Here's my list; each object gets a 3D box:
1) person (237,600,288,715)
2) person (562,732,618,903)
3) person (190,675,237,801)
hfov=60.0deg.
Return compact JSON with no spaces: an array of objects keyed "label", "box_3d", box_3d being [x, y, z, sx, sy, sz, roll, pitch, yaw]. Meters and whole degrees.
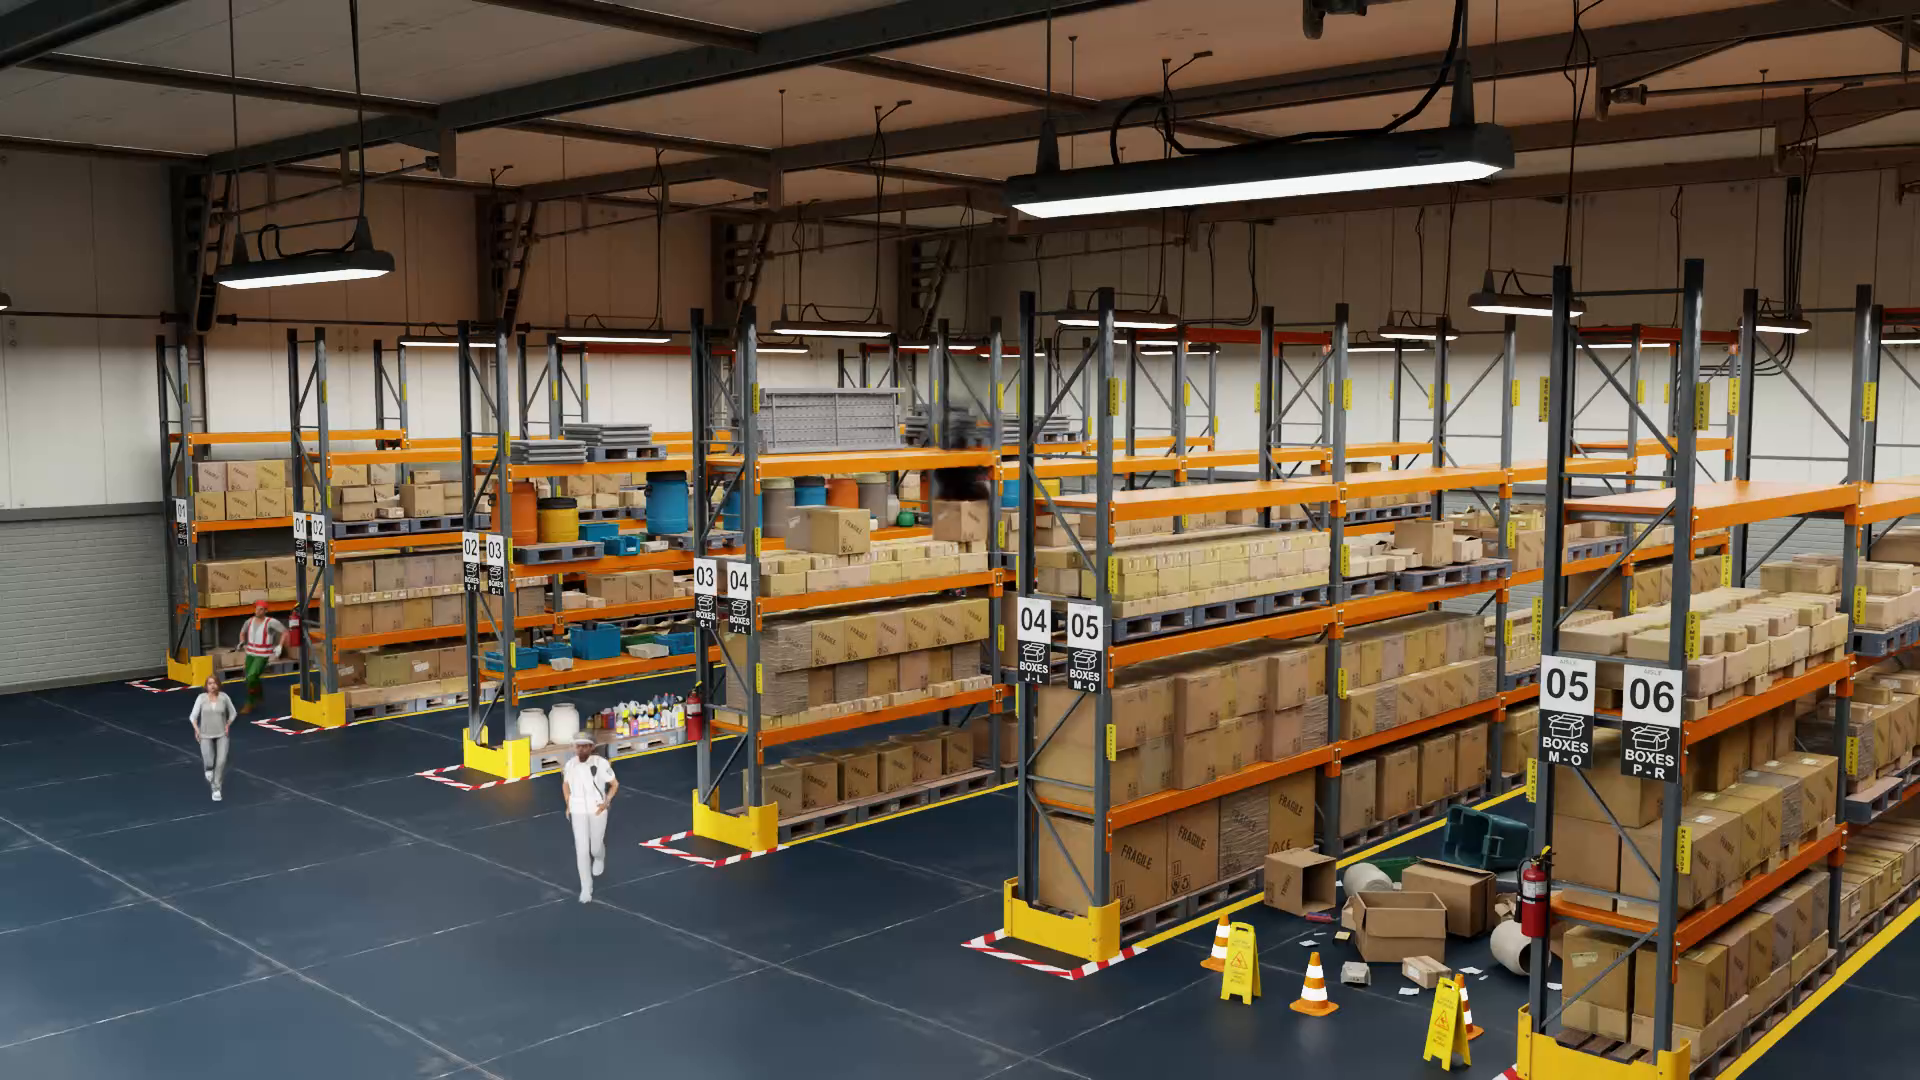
[{"label":"person","box_3d":[-11.027,1.833,26.204,0.722,1.802,0.707,1,6,15]},{"label":"person","box_3d":[-3.748,2.759,16.877,0.579,1.709,0.696,0,5,-1]},{"label":"person","box_3d":[-9.327,2.455,20.769,0.507,1.547,0.549,-3,6,-27]}]
